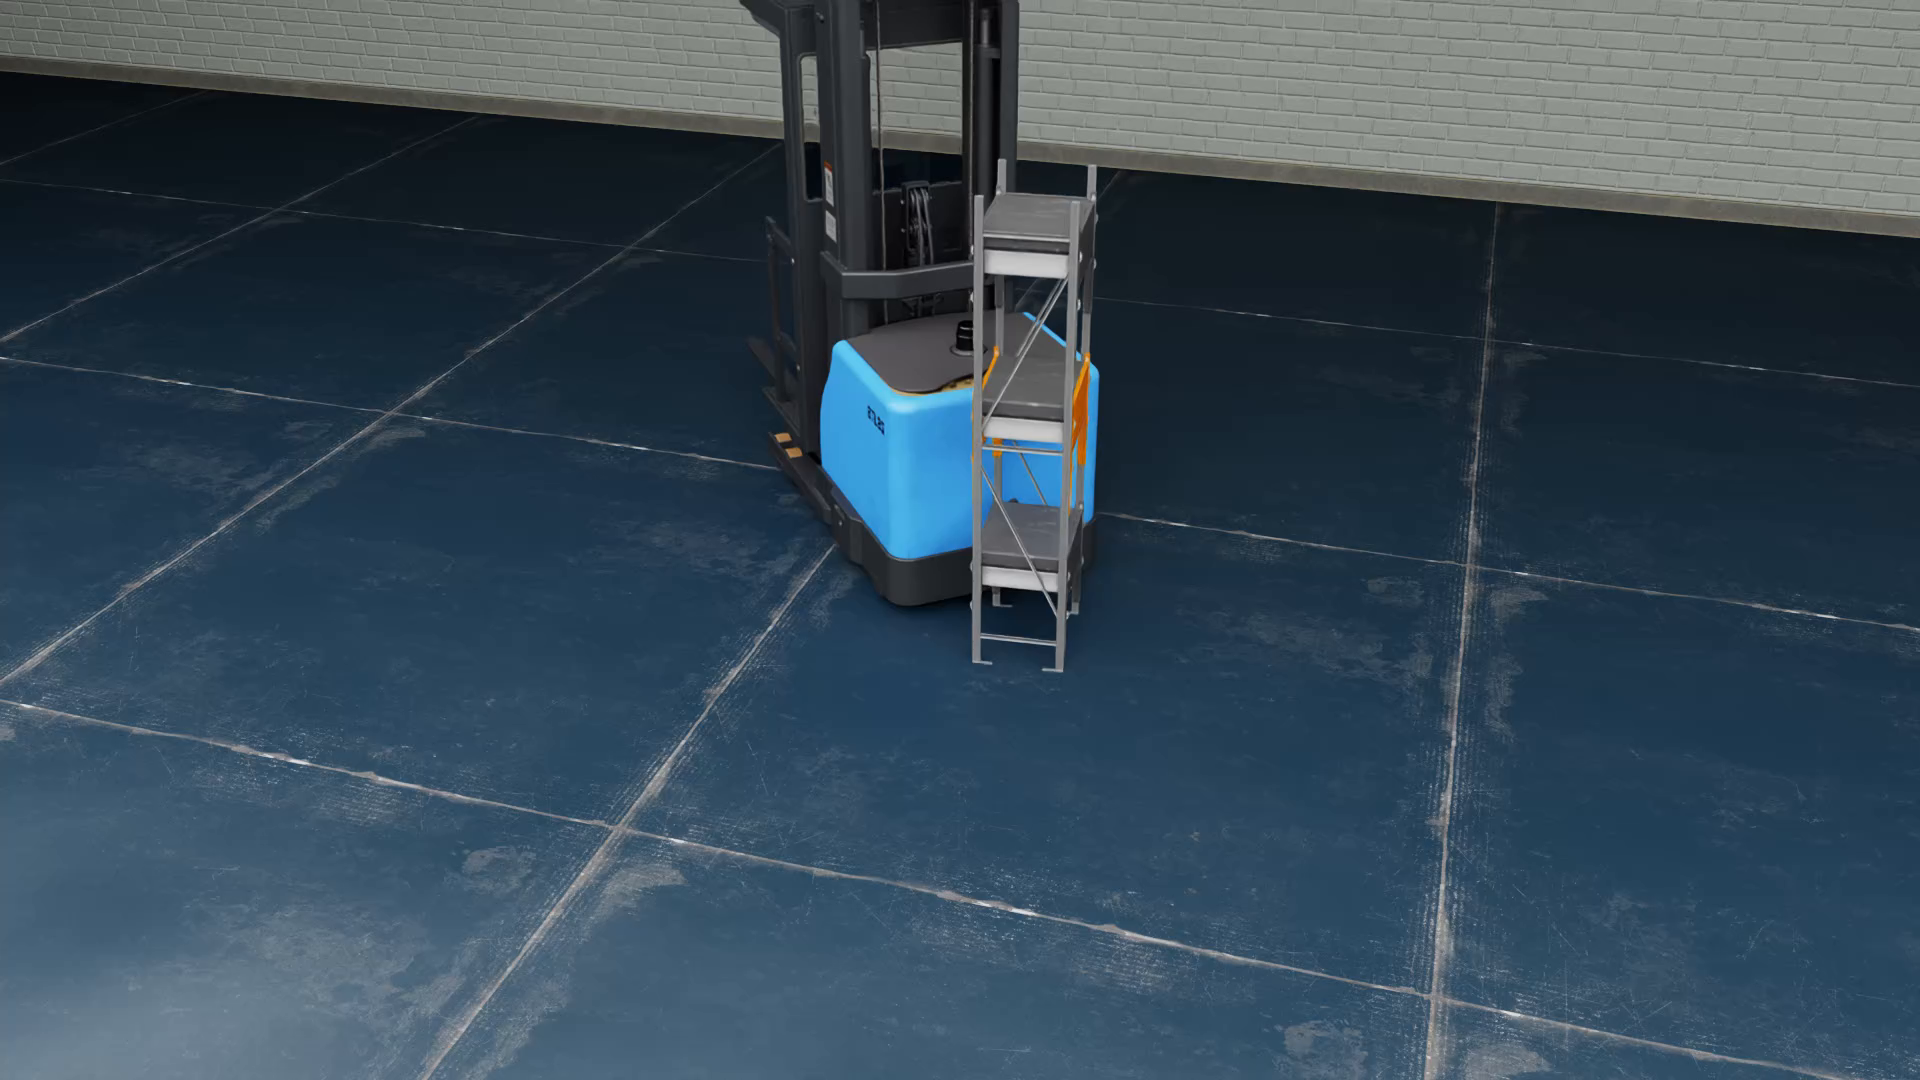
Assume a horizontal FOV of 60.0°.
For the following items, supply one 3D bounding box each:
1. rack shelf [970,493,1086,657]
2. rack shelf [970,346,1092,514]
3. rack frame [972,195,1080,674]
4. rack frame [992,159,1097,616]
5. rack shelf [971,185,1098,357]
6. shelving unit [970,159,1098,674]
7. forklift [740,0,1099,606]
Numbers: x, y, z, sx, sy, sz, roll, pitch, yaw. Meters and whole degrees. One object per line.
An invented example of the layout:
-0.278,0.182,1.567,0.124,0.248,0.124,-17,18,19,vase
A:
0.300,0.147,7.294,0.431,0.518,0.480,6,30,10,rack shelf
0.300,-0.465,6.954,0.431,0.518,0.480,6,30,10,rack shelf
0.252,-0.360,6.738,0.400,2.100,0.015,6,30,10,rack frame
0.348,-0.593,7.156,0.400,2.100,0.015,6,30,10,rack frame
0.300,-1.076,6.613,0.431,0.518,0.480,6,30,10,rack shelf
0.300,-0.477,6.947,0.431,2.100,0.503,6,30,10,shelving unit
-0.391,-1.678,8.252,1.130,2.935,3.031,-11,31,-20,forklift
